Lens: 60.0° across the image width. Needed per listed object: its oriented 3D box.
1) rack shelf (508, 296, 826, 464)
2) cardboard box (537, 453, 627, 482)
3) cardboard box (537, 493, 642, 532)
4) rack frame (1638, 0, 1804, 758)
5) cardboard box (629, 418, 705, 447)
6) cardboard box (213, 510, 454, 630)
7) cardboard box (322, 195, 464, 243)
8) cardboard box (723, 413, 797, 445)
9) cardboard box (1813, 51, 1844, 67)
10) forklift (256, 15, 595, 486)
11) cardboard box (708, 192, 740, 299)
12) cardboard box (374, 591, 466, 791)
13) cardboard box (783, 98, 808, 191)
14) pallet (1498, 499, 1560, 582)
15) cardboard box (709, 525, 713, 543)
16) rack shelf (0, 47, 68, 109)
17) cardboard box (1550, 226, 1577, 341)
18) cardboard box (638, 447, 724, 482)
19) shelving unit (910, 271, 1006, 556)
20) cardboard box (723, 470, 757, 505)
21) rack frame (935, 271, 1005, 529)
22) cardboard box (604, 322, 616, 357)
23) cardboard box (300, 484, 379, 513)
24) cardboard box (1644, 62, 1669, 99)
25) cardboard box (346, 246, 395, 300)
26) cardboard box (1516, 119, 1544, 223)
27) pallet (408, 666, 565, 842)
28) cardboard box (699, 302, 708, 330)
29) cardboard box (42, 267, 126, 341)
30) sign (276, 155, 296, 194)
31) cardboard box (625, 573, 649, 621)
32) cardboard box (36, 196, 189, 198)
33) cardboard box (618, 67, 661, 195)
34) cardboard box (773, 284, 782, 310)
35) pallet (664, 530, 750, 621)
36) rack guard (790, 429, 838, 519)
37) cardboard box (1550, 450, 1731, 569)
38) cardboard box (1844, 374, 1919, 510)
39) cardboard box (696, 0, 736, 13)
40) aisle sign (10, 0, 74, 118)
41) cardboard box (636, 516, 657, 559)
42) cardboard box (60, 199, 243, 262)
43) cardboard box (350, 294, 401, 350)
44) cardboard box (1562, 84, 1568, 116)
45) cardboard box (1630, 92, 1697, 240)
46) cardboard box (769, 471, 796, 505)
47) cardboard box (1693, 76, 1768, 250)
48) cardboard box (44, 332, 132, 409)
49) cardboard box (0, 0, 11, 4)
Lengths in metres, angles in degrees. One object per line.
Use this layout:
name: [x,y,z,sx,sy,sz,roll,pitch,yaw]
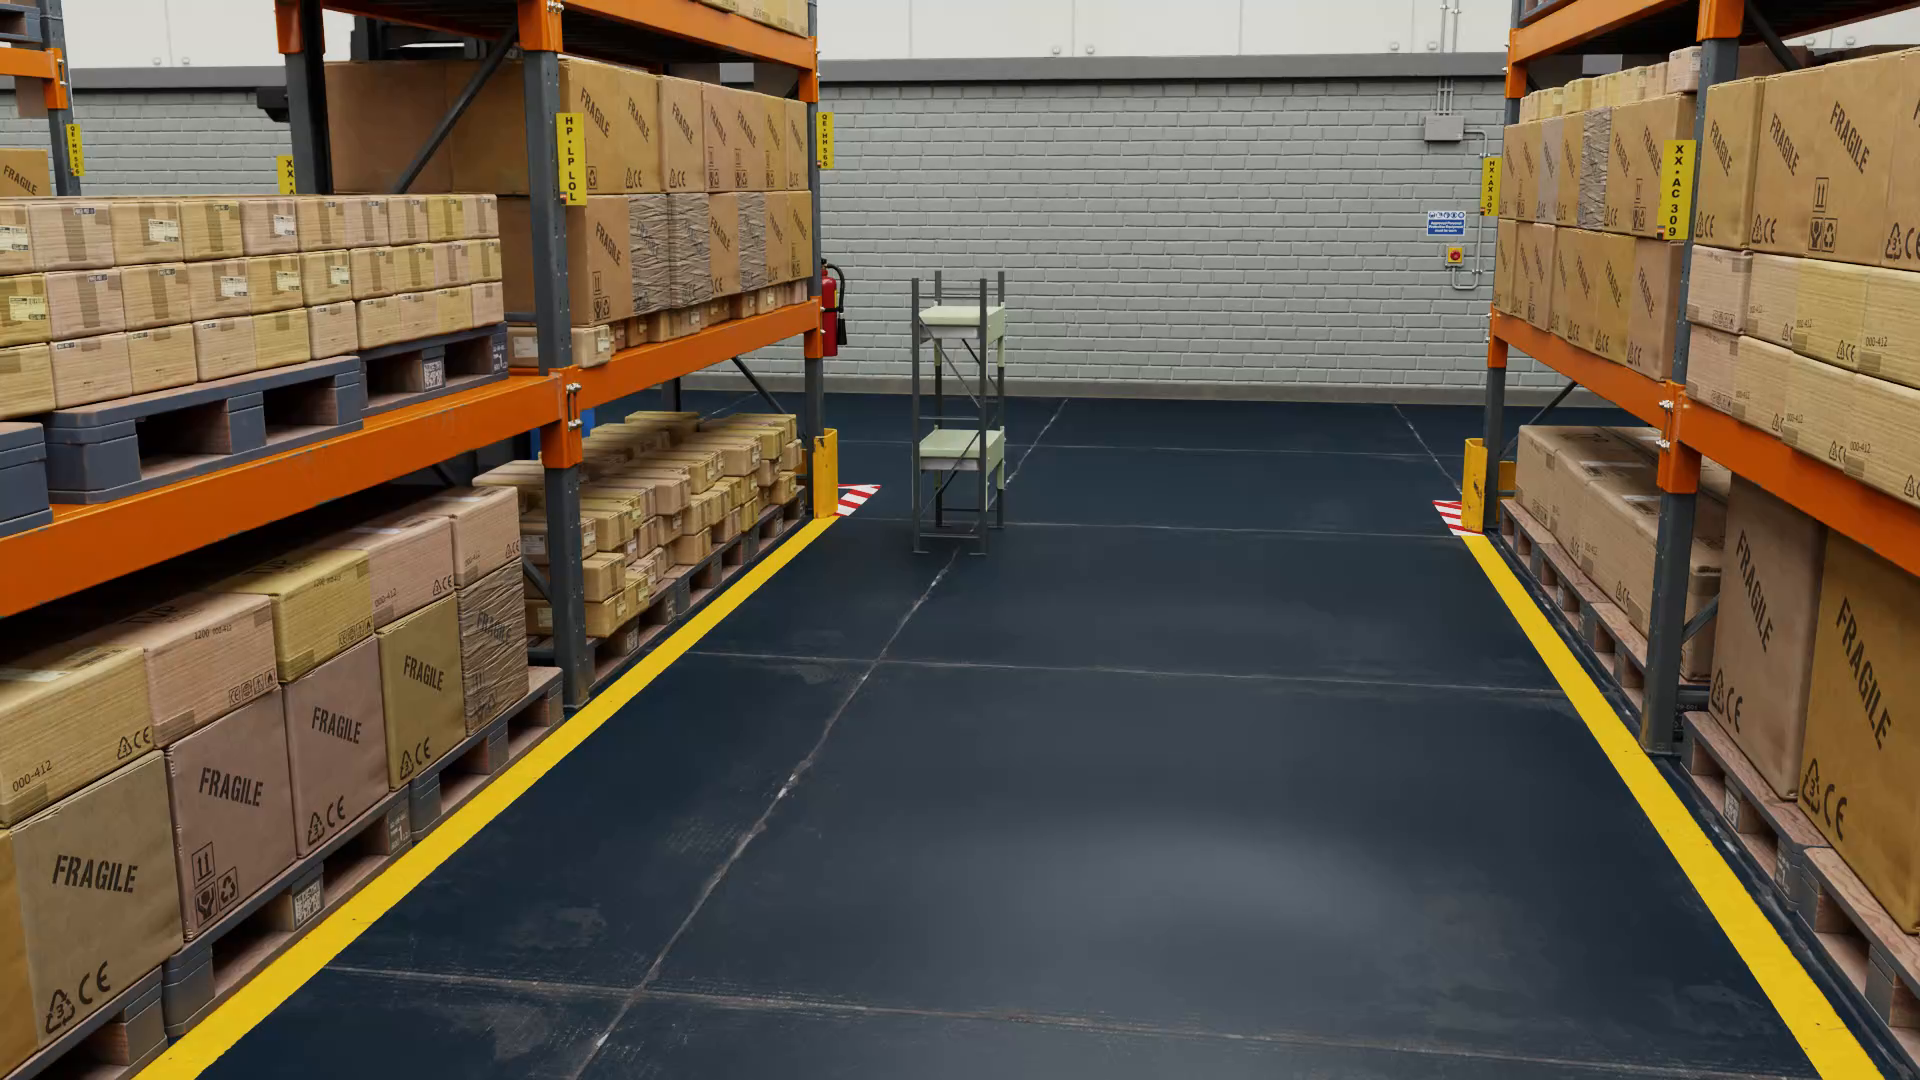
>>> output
rack shelf: [-1.651,-0.897,8.245,1.077,0.370,4.000,2,12,9]
cardboard box: [-1.887,-0.340,8.308,0.380,0.149,0.250,2,12,9]
cardboard box: [-1.610,-0.110,7.241,0.380,0.149,0.250,2,12,8]
rack frame: [2.948,-0.693,5.591,1.000,3.000,0.127,2,12,9]
cardboard box: [-1.683,-0.609,9.555,0.380,0.149,0.250,2,12,10]
cardboard box: [-1.915,0.087,5.126,0.500,0.250,0.500,2,12,11]
cardboard box: [-1.868,-1.060,5.480,0.380,0.149,0.250,2,12,7]
cardboard box: [-1.174,-0.649,9.745,0.380,0.149,0.250,2,12,9]
cardboard box: [3.277,-1.659,5.923,0.380,0.149,0.250,2,12,9]
forklift: [-3.175,-1.494,9.467,1.130,2.935,3.031,2,12,11]
cardboard box: [-1.398,-1.441,8.119,0.500,0.500,0.500,3,12,11]
cardboard box: [-1.903,0.453,5.208,0.500,0.500,0.500,2,12,7]
cardboard box: [-1.168,-2.245,9.475,0.500,0.500,0.500,2,12,7]
pallet: [3.518,0.006,8.964,1.003,0.211,1.213,2,12,9]
cardboard box: [-1.461,-0.038,8.322,0.380,0.149,0.250,2,12,10]
rack shelf: [-6.536,-2.546,8.772,1.077,0.370,4.000,2,12,9]
cardboard box: [2.999,-1.168,7.556,0.500,0.500,0.500,2,12,11]
cardboard box: [-1.423,-0.380,8.495,0.380,0.149,0.250,1,12,7]
shelving unit: [-0.001,-0.732,9.329,0.431,1.500,0.755,2,12,9]
cardboard box: [-1.288,-0.287,8.769,0.380,0.149,0.250,2,12,9]
rack frame: [0.055,-0.808,9.682,0.400,1.500,0.023,2,12,9]
cardboard box: [-1.625,-0.815,6.749,0.380,0.149,0.250,2,12,10]
cardboard box: [-2.333,-0.037,5.704,0.500,0.250,0.500,1,12,6]
cardboard box: [2.898,-1.779,6.477,0.380,0.149,0.250,2,12,8]
cardboard box: [-1.943,-0.808,5.016,0.380,0.149,0.250,1,12,7]
cardboard box: [3.136,-1.865,8.418,0.500,0.500,0.500,2,12,7]
pallet: [-2.077,0.692,5.779,1.003,0.211,1.213,2,12,9]
cardboard box: [-1.442,-1.091,8.034,0.380,0.149,0.250,2,12,11]
cardboard box: [-2.146,-0.539,3.766,0.380,0.149,0.250,2,12,9]
sign: [-2.496,-1.272,6.220,0.100,0.325,0.005,2,12,9]
cardboard box: [-1.544,0.235,7.054,0.380,0.149,0.250,2,12,10]
cardboard box: [-2.593,-0.976,5.087,0.380,0.149,0.250,2,12,8]
cardboard box: [-1.584,-1.710,6.992,0.500,0.500,0.500,2,12,7]
cardboard box: [-1.213,-1.362,9.291,0.380,0.149,0.250,2,12,8]
pallet: [-1.705,0.135,8.367,1.003,0.211,1.213,2,12,9]
rack guard: [-1.355,-0.428,10.291,1.175,0.500,0.348,2,12,9]
cardboard box: [3.428,-0.147,8.142,0.875,0.438,0.875,2,12,10]
cardboard box: [2.361,-0.219,3.747,0.500,0.250,0.500,2,12,8]
cardboard box: [-1.375,-2.635,7.834,0.500,0.250,0.500,2,12,11]
aisle sign: [-5.921,-3.123,10.695,0.394,0.787,0.004,2,12,9]
cardboard box: [-1.590,-0.019,7.523,0.380,0.149,0.250,1,12,6]
cardboard box: [-2.068,-0.789,4.221,0.380,0.149,0.250,2,12,8]
cardboard box: [-1.942,-0.668,5.073,0.380,0.149,0.250,1,12,6]
cardboard box: [3.021,-2.046,7.718,0.380,0.149,0.250,2,12,9]
cardboard box: [2.748,-1.338,5.972,0.500,0.500,0.500,2,12,8]
cardboard box: [-1.158,-0.304,9.554,0.380,0.149,0.250,2,12,10]
cardboard box: [2.597,-1.149,5.093,0.500,0.500,0.500,2,12,9]
cardboard box: [-2.144,-0.393,3.796,0.380,0.149,0.250,2,12,11]
cardboard box: [-6.256,-3.507,10.053,0.700,0.500,0.500,1,12,5]
